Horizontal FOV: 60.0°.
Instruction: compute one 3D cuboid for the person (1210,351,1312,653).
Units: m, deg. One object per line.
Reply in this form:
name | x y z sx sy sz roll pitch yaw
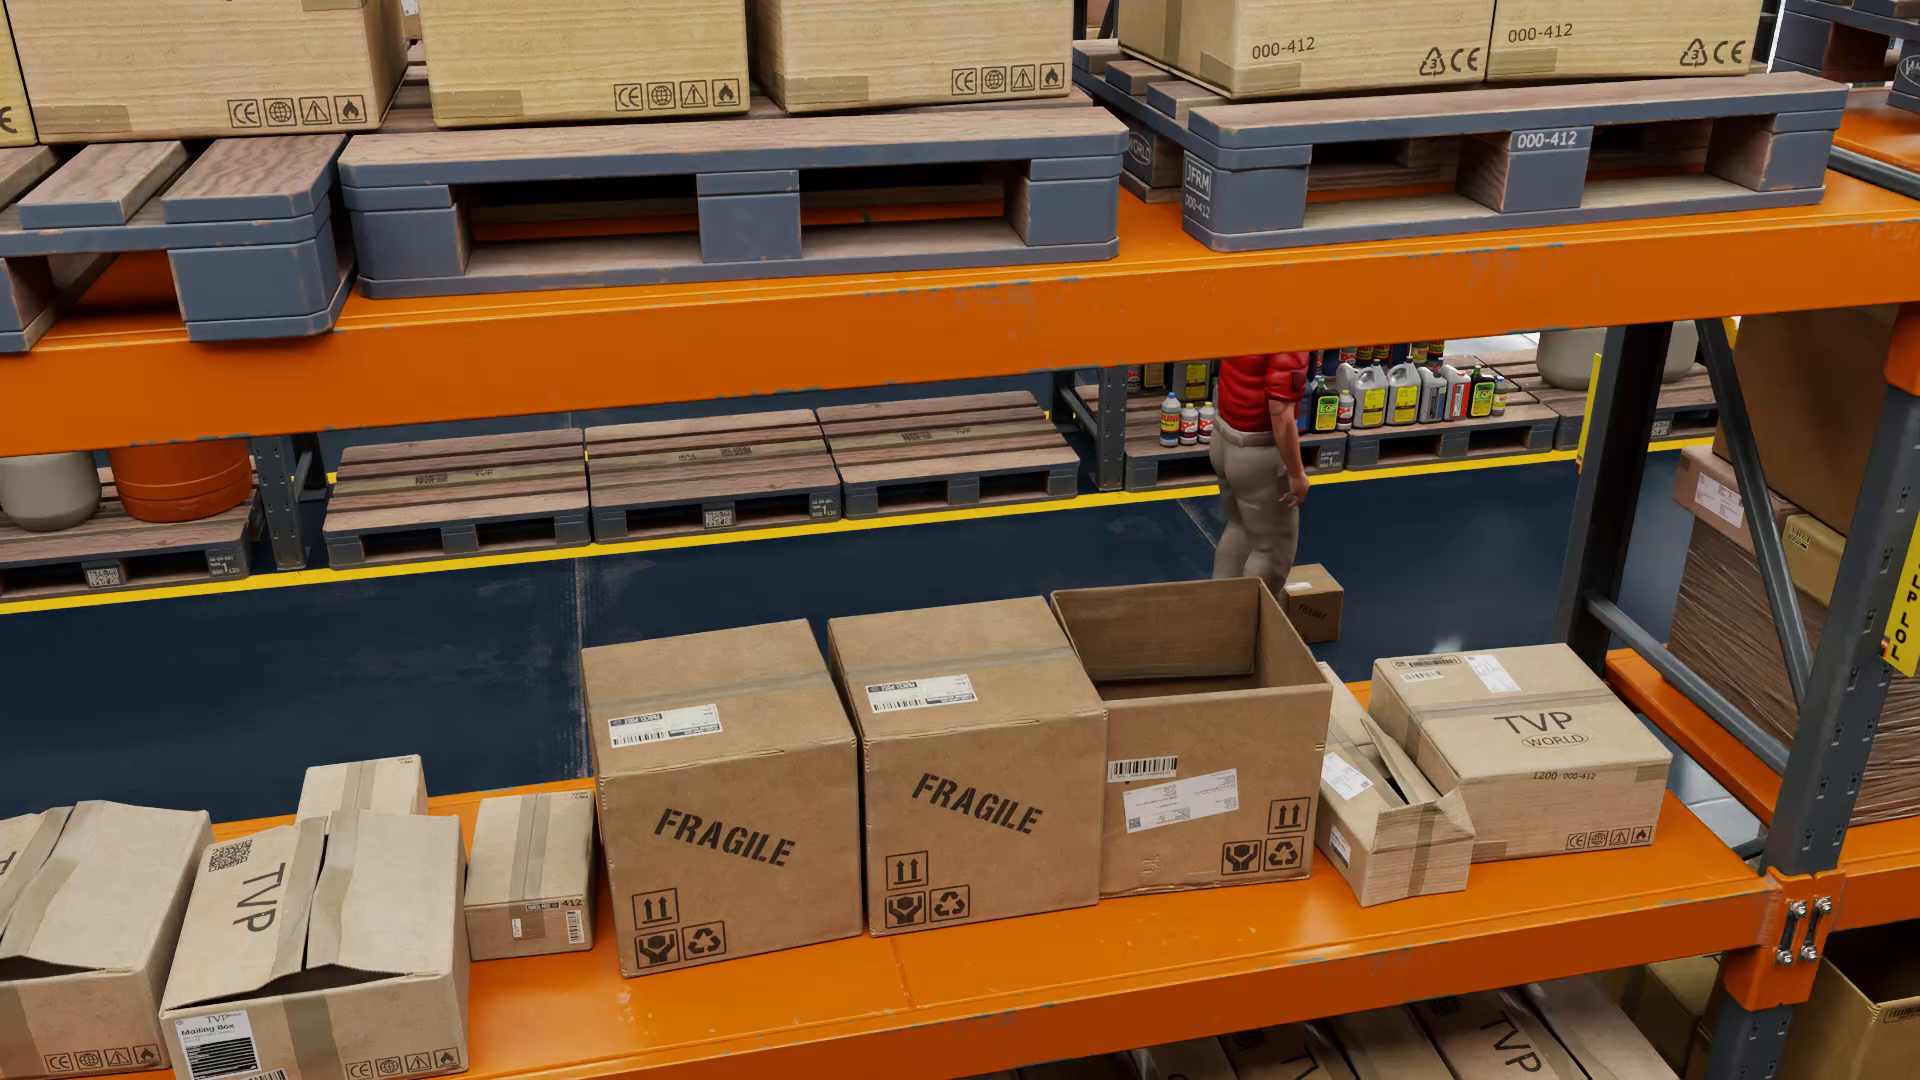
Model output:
person | 1.247 -0.352 6.833 0.393 1.727 0.586 -6 27 -11
